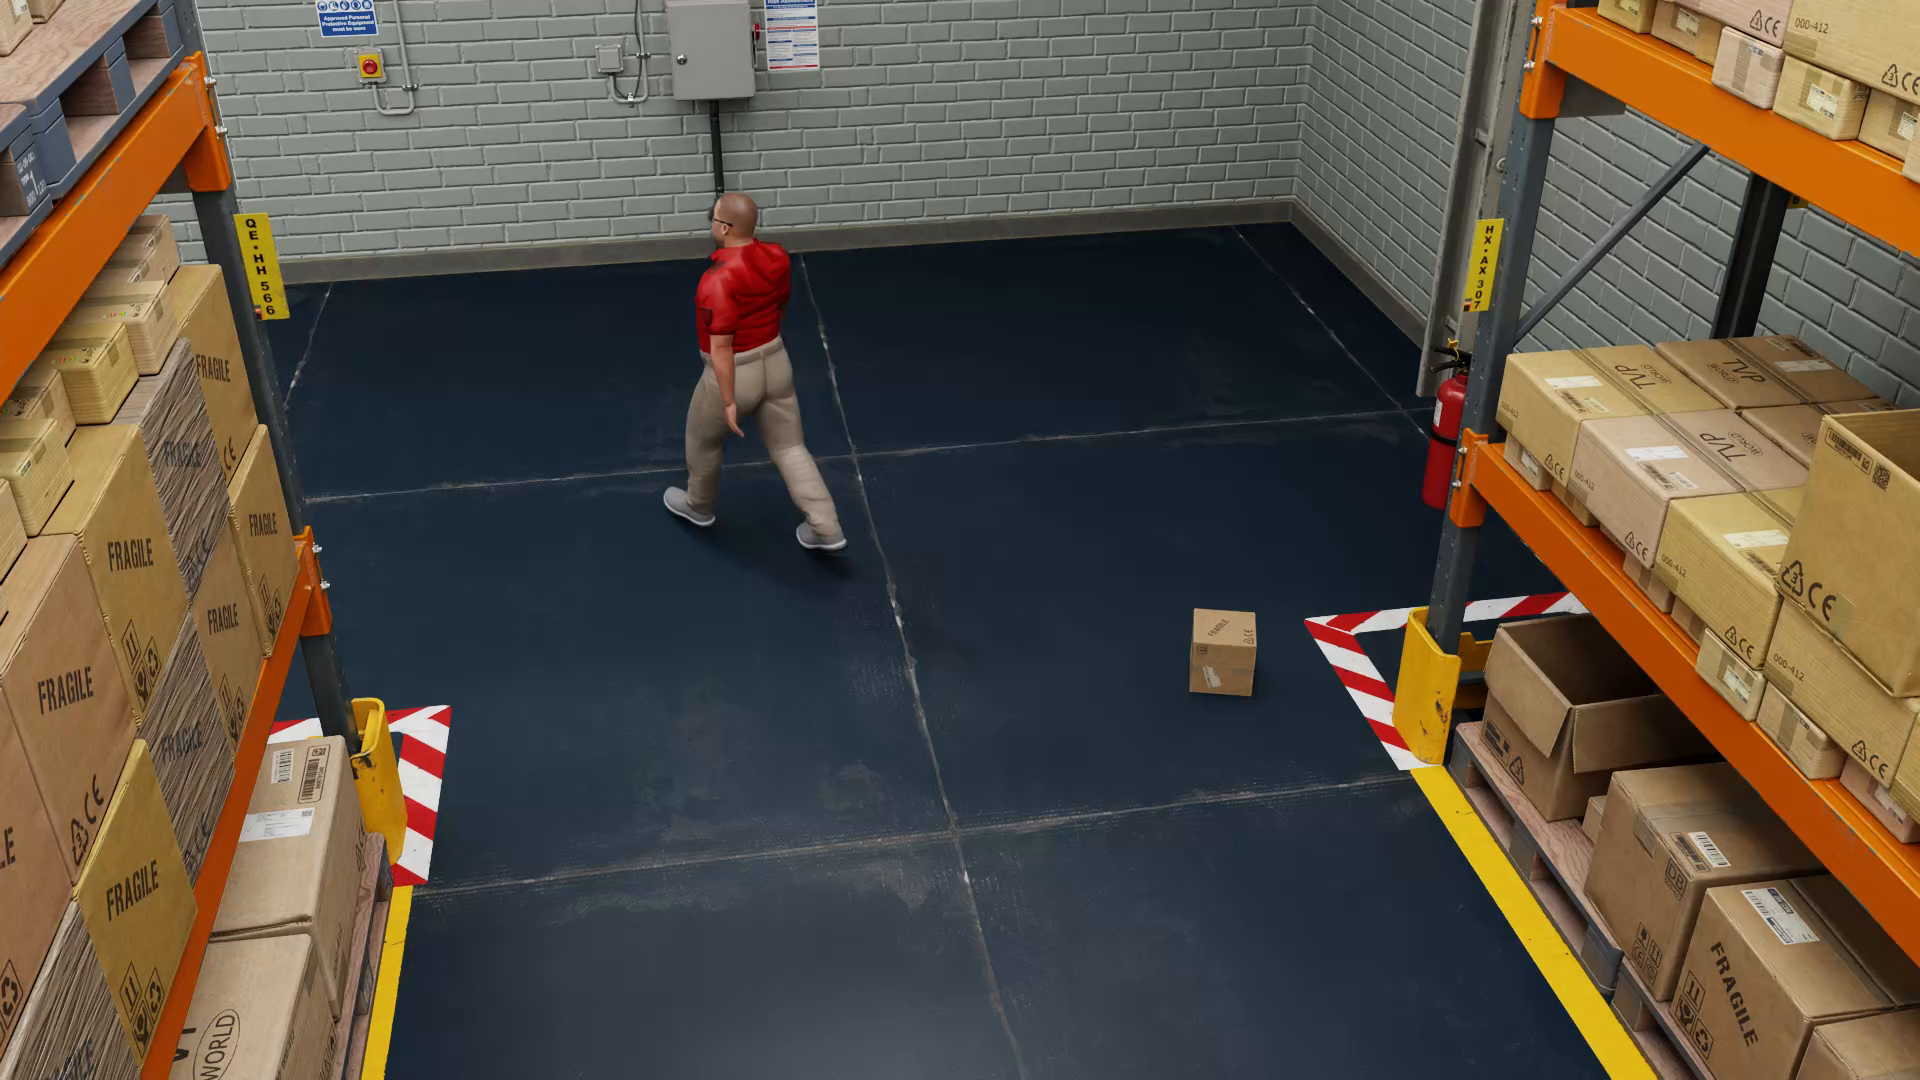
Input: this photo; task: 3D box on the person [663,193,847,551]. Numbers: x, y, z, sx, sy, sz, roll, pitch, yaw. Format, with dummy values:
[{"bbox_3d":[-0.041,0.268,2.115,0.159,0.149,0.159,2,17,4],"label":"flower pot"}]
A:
[{"bbox_3d":[-0.963,-0.750,7.420,1.066,1.671,0.536,26,39,37],"label":"person"}]
